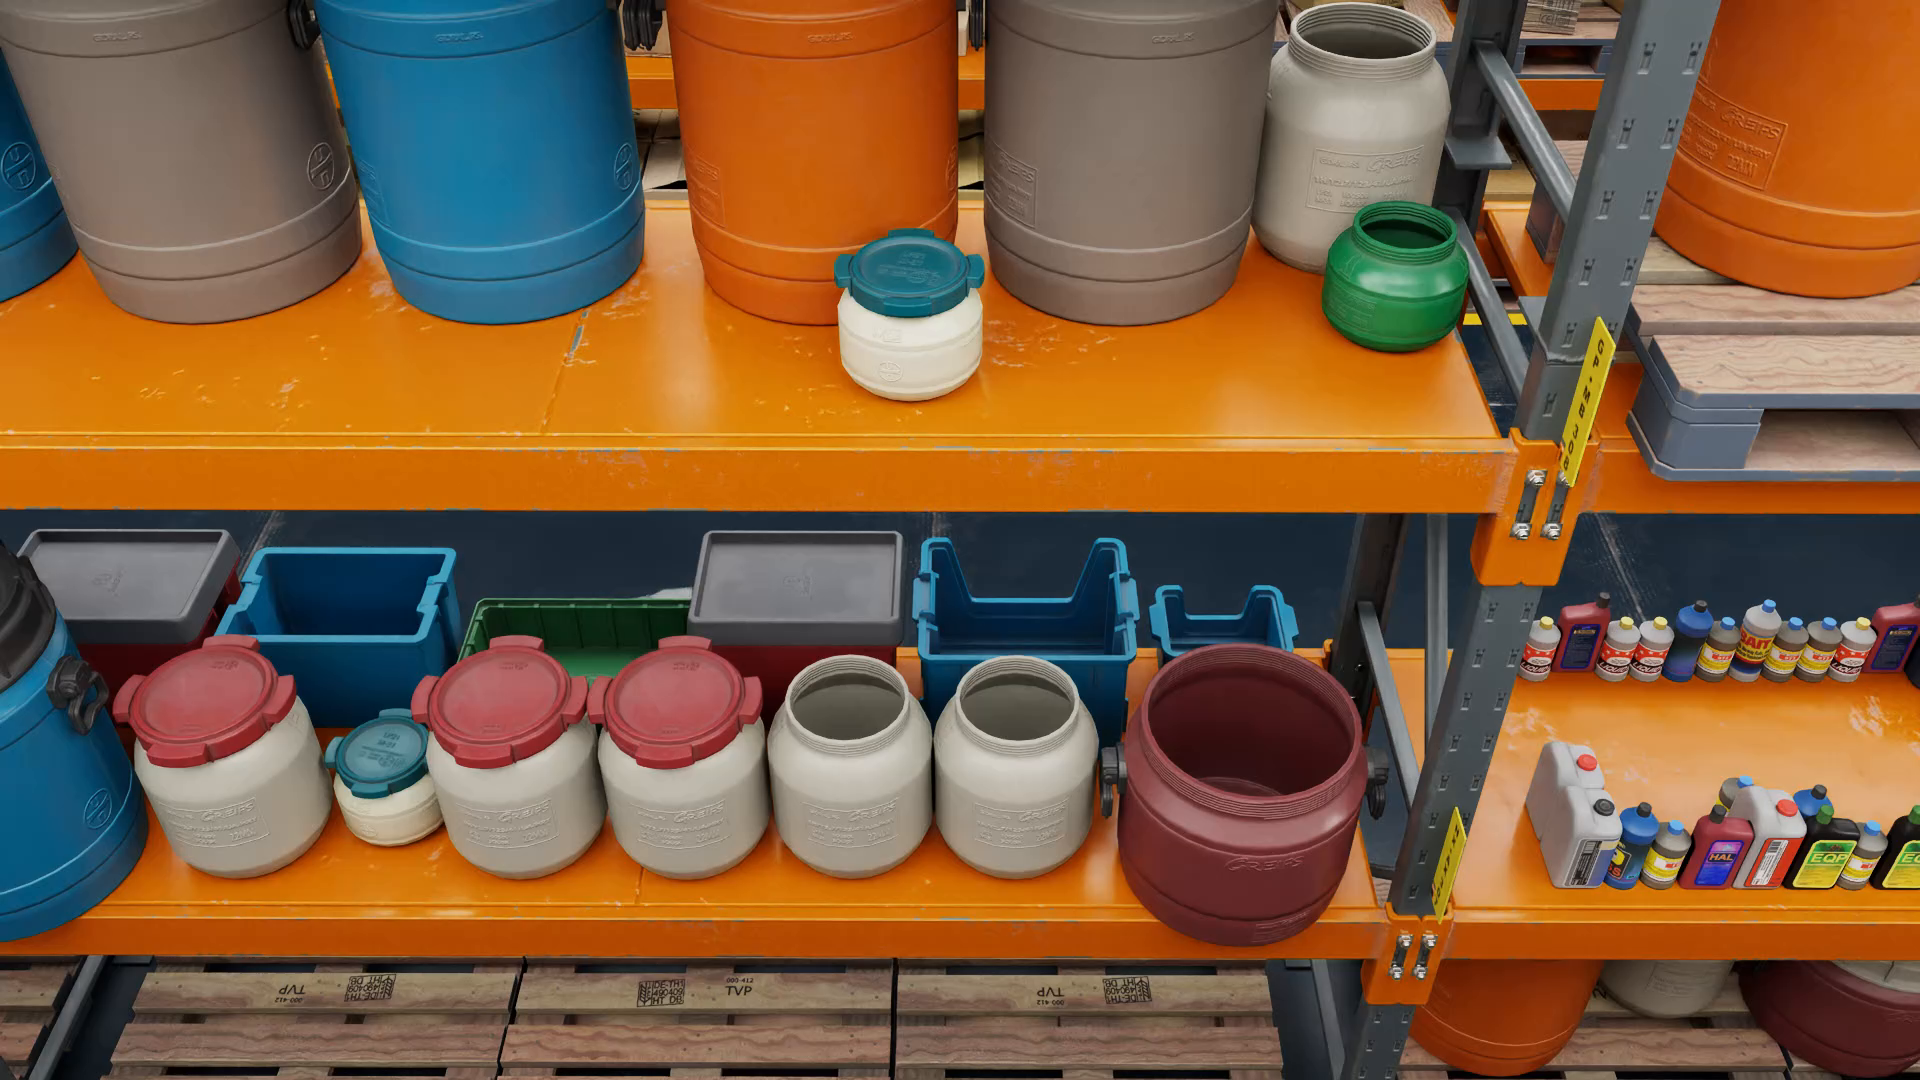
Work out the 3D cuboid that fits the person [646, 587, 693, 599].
[{"bbox_3d":[-1.063,0.518,6.215,0.871,0.779,0.426,-1,40,-2],"label":"person"}]
